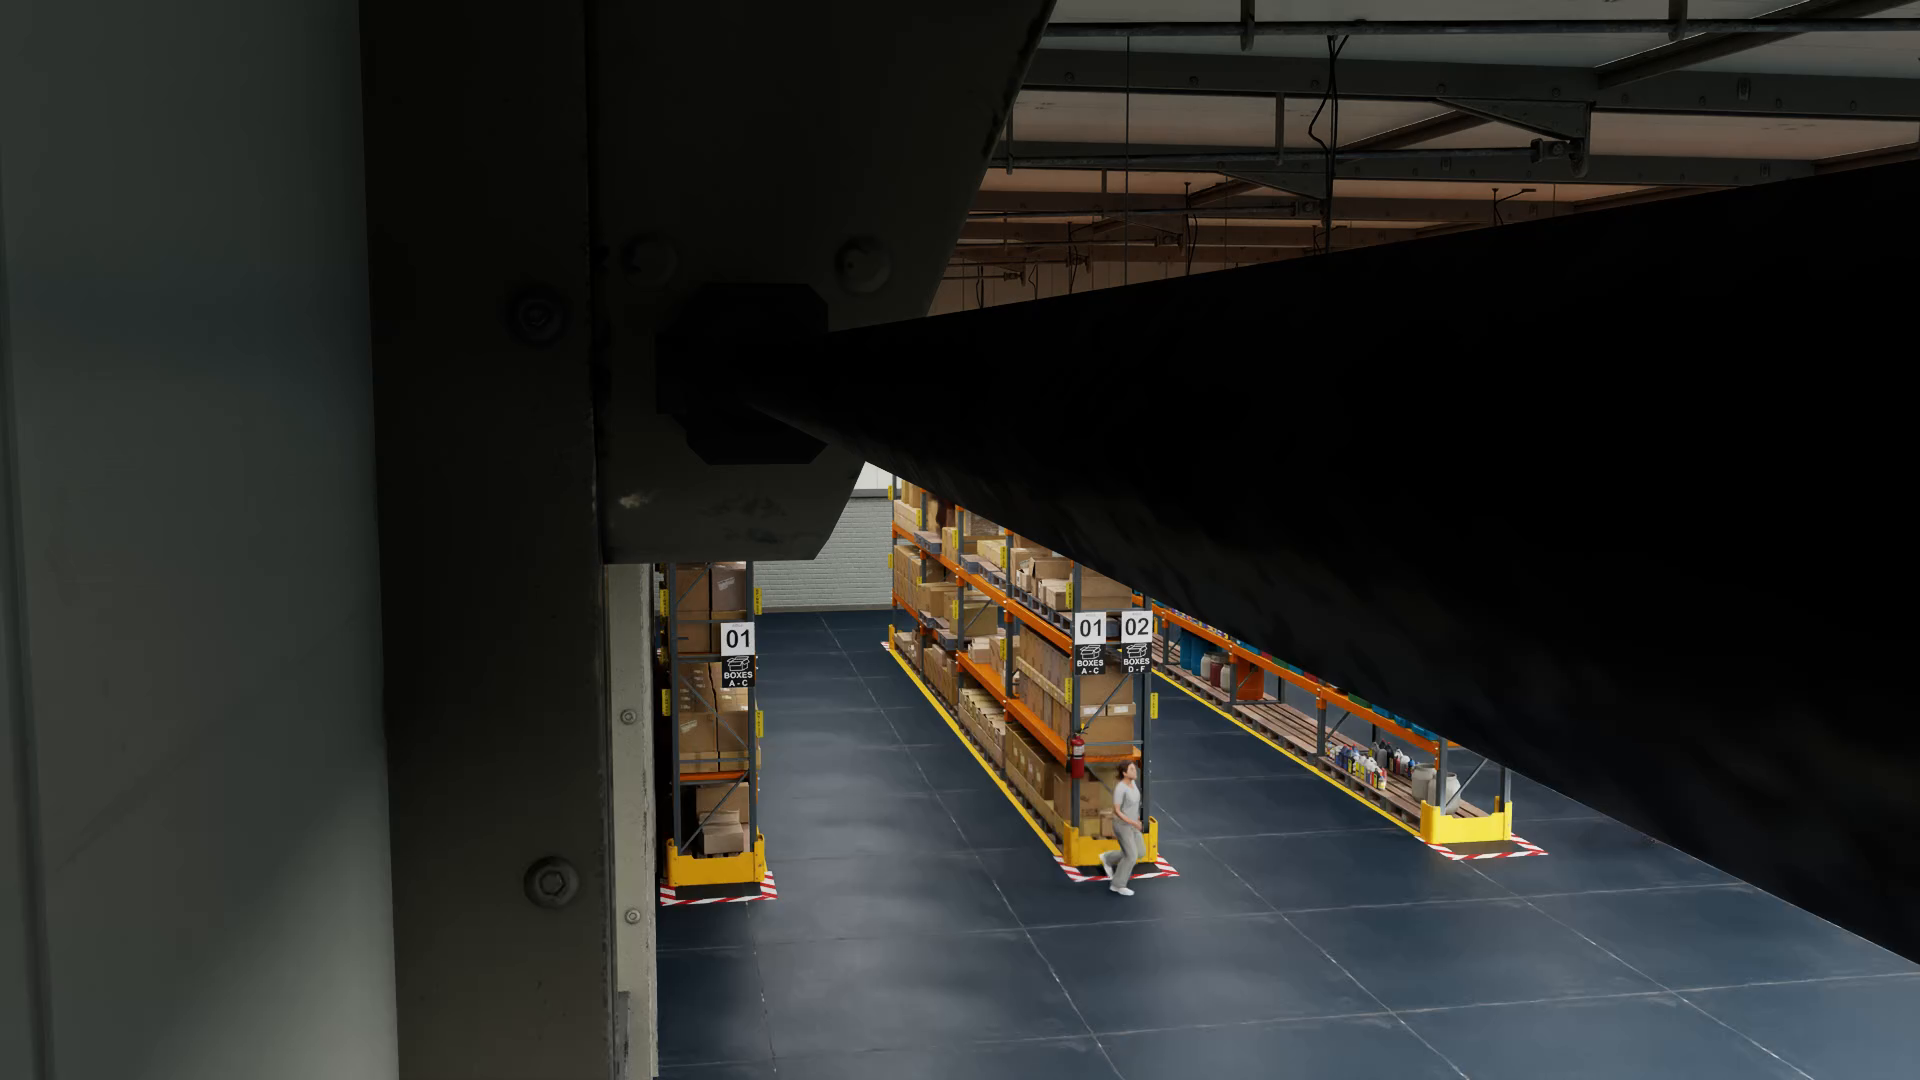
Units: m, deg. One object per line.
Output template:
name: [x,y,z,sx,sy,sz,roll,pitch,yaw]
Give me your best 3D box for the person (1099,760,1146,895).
person: [1.944,3.399,19.771,0.634,1.637,0.590,4,7,29]
